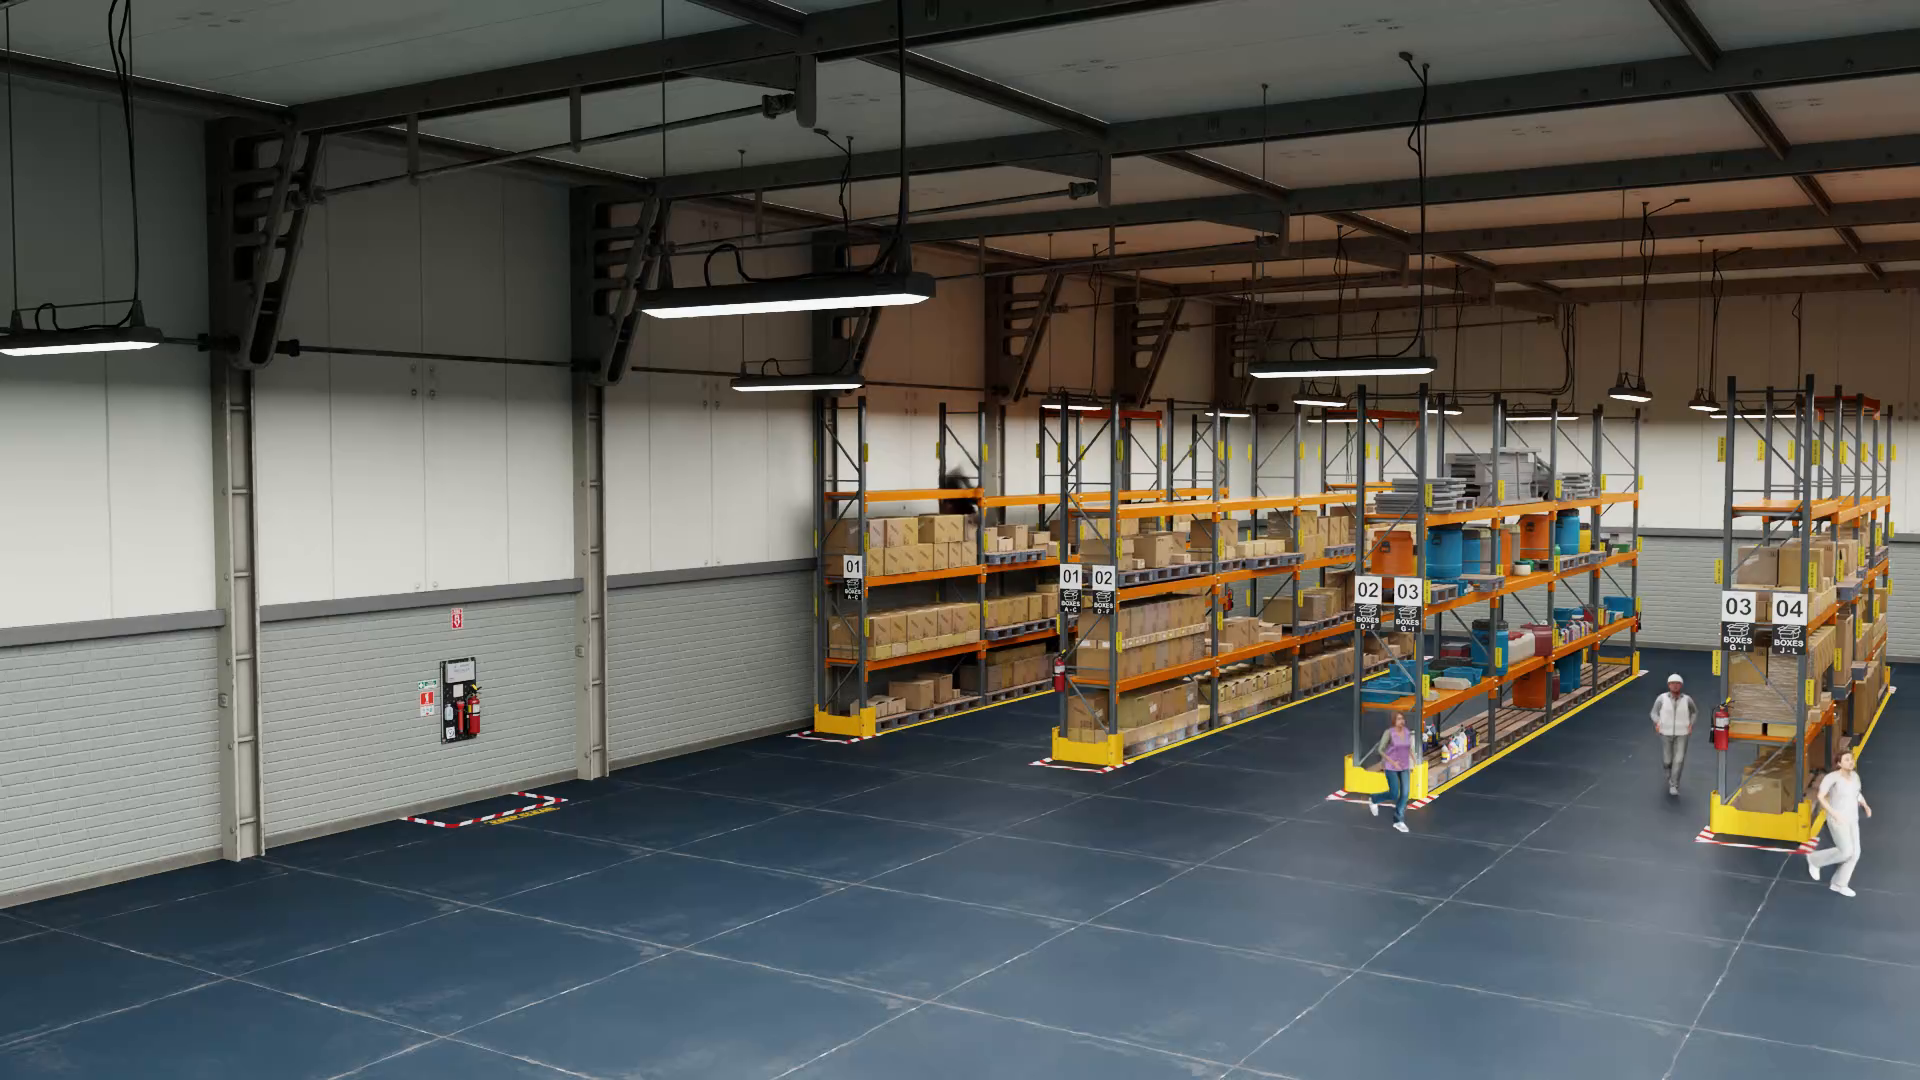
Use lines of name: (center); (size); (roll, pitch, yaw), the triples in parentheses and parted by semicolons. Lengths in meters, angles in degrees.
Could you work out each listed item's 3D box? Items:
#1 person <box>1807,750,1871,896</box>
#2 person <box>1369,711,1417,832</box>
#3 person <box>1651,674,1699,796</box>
person: (10.048, 3.198, 18.971); (0.562, 1.640, 0.611); (-1, 3, -18)
person: (5.810, 3.064, 22.231); (0.542, 1.585, 0.679); (-1, 3, -21)
person: (10.563, 2.855, 24.587); (0.663, 1.750, 0.756); (1, 3, 23)
